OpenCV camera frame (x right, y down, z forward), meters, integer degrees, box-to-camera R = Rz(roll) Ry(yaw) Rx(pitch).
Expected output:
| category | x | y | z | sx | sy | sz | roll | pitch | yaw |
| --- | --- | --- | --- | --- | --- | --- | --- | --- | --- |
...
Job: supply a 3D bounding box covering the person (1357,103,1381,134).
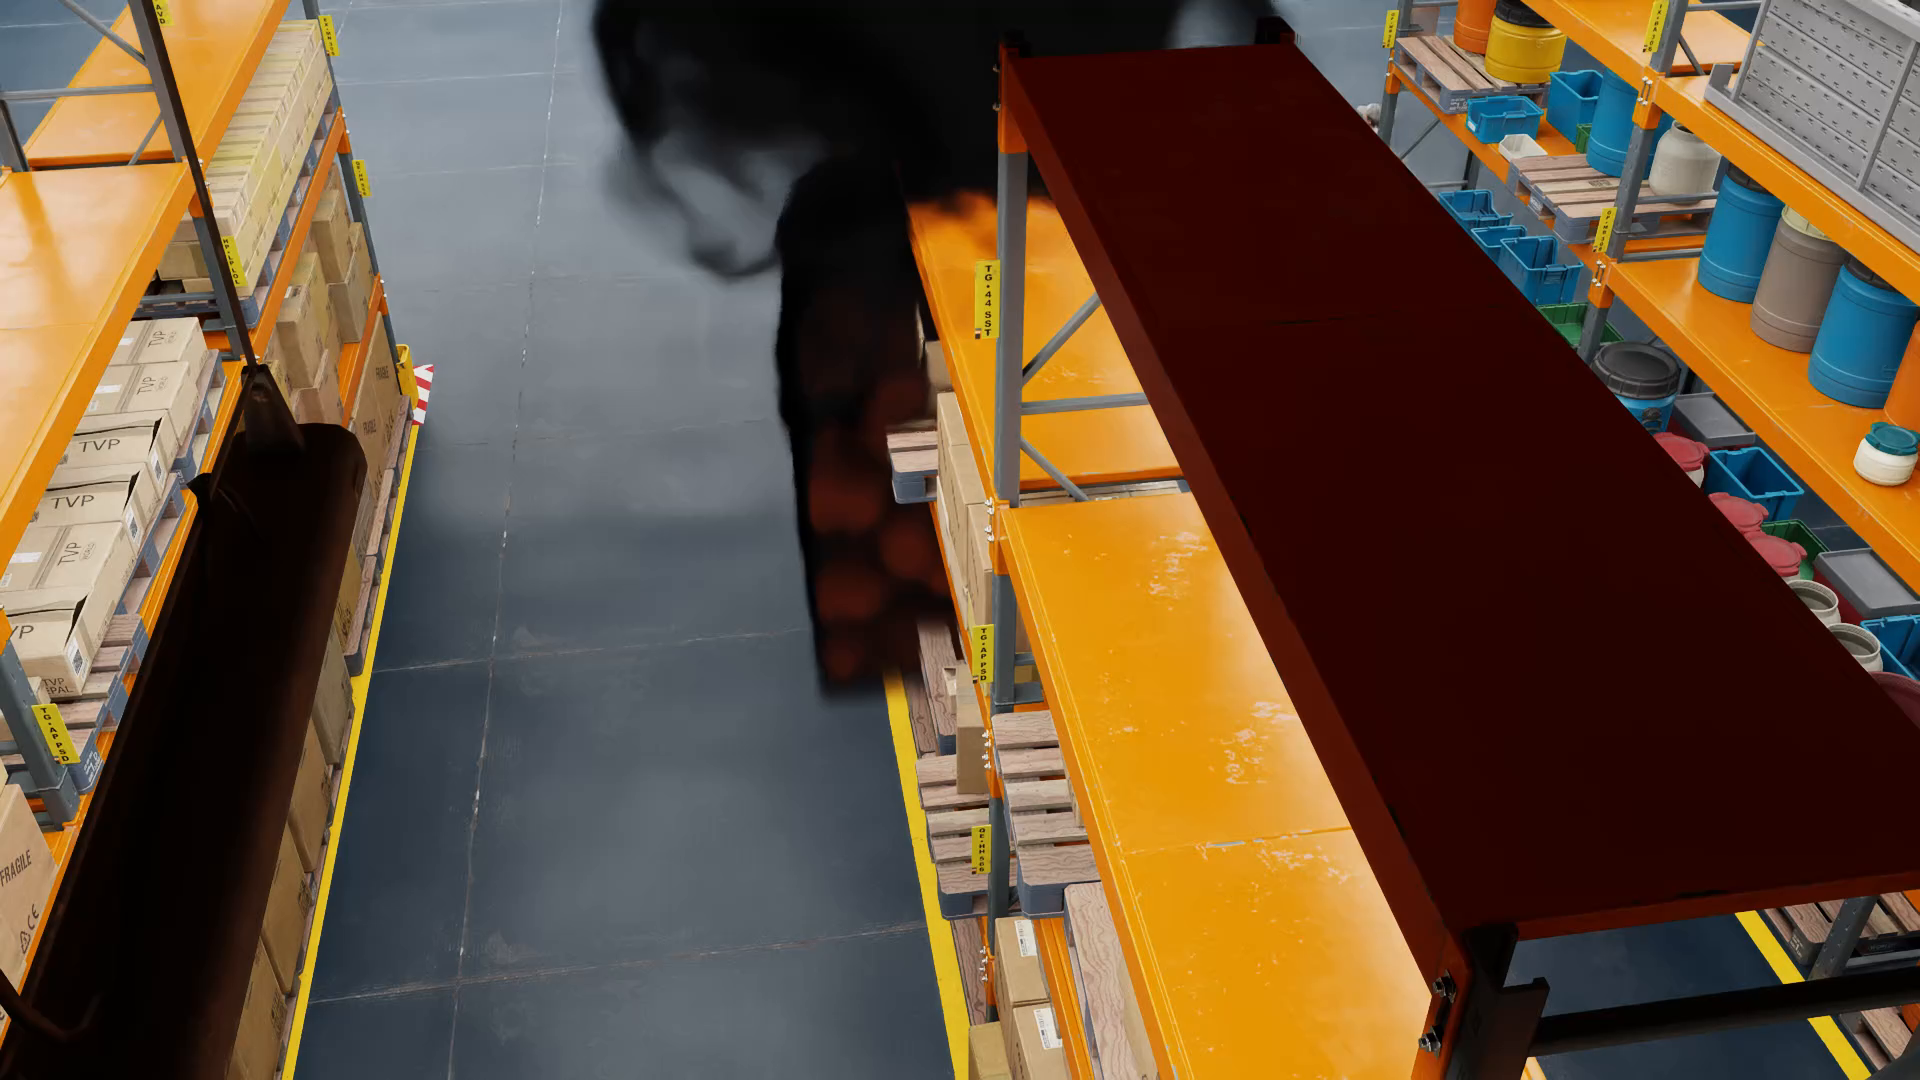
| category | x | y | z | sx | sy | sz | roll | pitch | yaw |
| --- | --- | --- | --- | --- | --- | --- | --- | --- | --- |
| person | 4.141 | -3.628 | 16.999 | 0.822 | 1.690 | 0.623 | 16 | 39 | 20 |
